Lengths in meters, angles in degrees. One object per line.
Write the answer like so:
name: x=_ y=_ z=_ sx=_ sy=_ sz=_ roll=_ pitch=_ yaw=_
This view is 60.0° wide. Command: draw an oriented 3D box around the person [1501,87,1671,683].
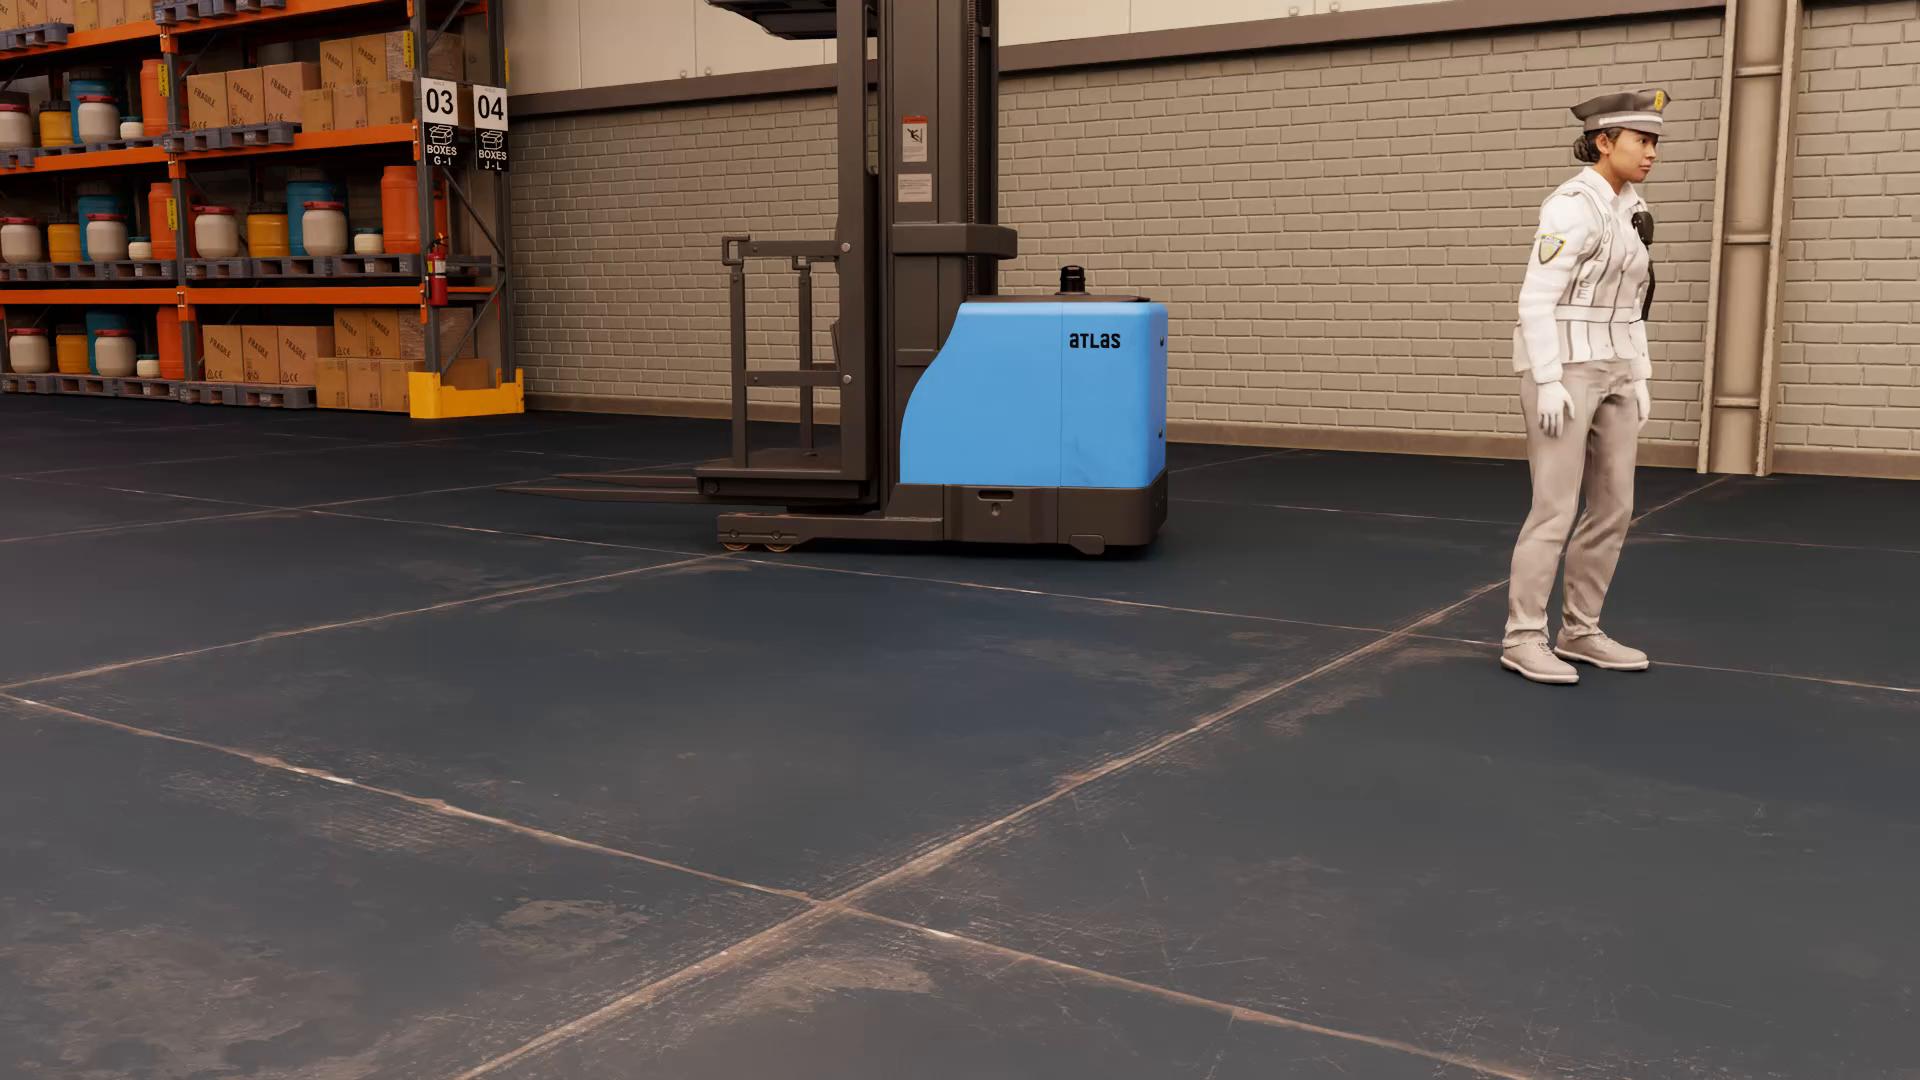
person: x=1.824 y=-0.448 z=4.841 sx=0.547 sy=1.666 sz=0.371 roll=-6 pitch=10 yaw=-35

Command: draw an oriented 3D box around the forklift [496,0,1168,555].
forklift: x=-0.596 y=-1.469 z=7.520 sx=3.031 sy=2.935 sz=1.130 roll=2 pitch=8 yaw=12
